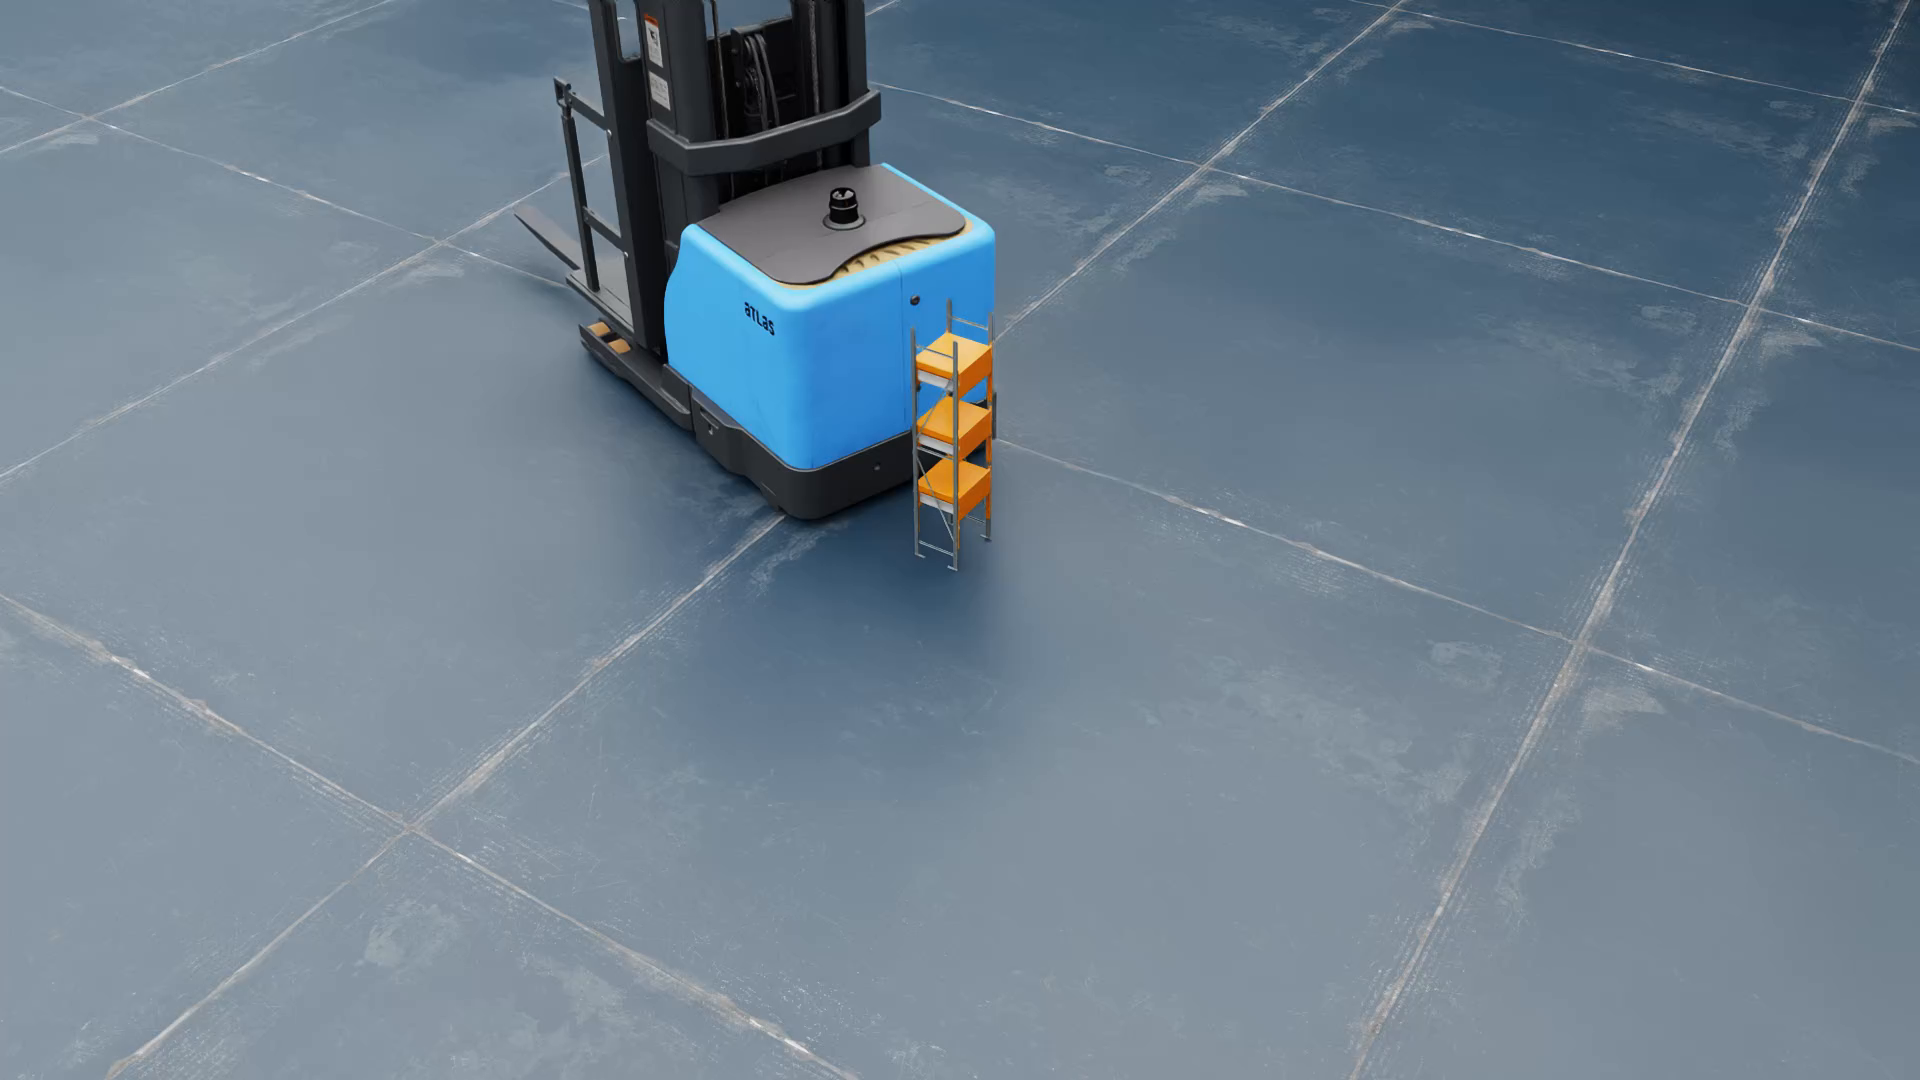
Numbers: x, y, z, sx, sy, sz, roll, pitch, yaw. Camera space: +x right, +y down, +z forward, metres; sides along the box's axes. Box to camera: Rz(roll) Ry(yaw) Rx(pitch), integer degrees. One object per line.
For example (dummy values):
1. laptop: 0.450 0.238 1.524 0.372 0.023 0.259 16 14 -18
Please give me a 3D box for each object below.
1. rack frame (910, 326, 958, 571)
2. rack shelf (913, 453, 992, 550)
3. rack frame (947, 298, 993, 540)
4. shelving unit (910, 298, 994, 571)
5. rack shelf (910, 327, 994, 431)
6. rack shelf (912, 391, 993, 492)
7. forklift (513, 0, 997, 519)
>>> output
1. rack frame: -0.094 -0.325 6.312 0.200 1.050 0.008 21 42 25
2. rack shelf: -0.029 -0.160 6.570 0.215 0.259 0.240 21 42 25
3. rack frame: 0.037 -0.451 6.475 0.200 1.050 0.008 21 42 25
4. shelving unit: -0.029 -0.388 6.394 0.215 1.050 0.252 21 42 25
5. rack shelf: -0.029 -0.605 6.227 0.215 0.259 0.240 21 42 25
6. rack shelf: -0.029 -0.380 6.400 0.215 0.259 0.240 21 42 25
7. forklift: -1.134 -2.089 7.060 1.130 2.935 3.031 -25 44 -29
